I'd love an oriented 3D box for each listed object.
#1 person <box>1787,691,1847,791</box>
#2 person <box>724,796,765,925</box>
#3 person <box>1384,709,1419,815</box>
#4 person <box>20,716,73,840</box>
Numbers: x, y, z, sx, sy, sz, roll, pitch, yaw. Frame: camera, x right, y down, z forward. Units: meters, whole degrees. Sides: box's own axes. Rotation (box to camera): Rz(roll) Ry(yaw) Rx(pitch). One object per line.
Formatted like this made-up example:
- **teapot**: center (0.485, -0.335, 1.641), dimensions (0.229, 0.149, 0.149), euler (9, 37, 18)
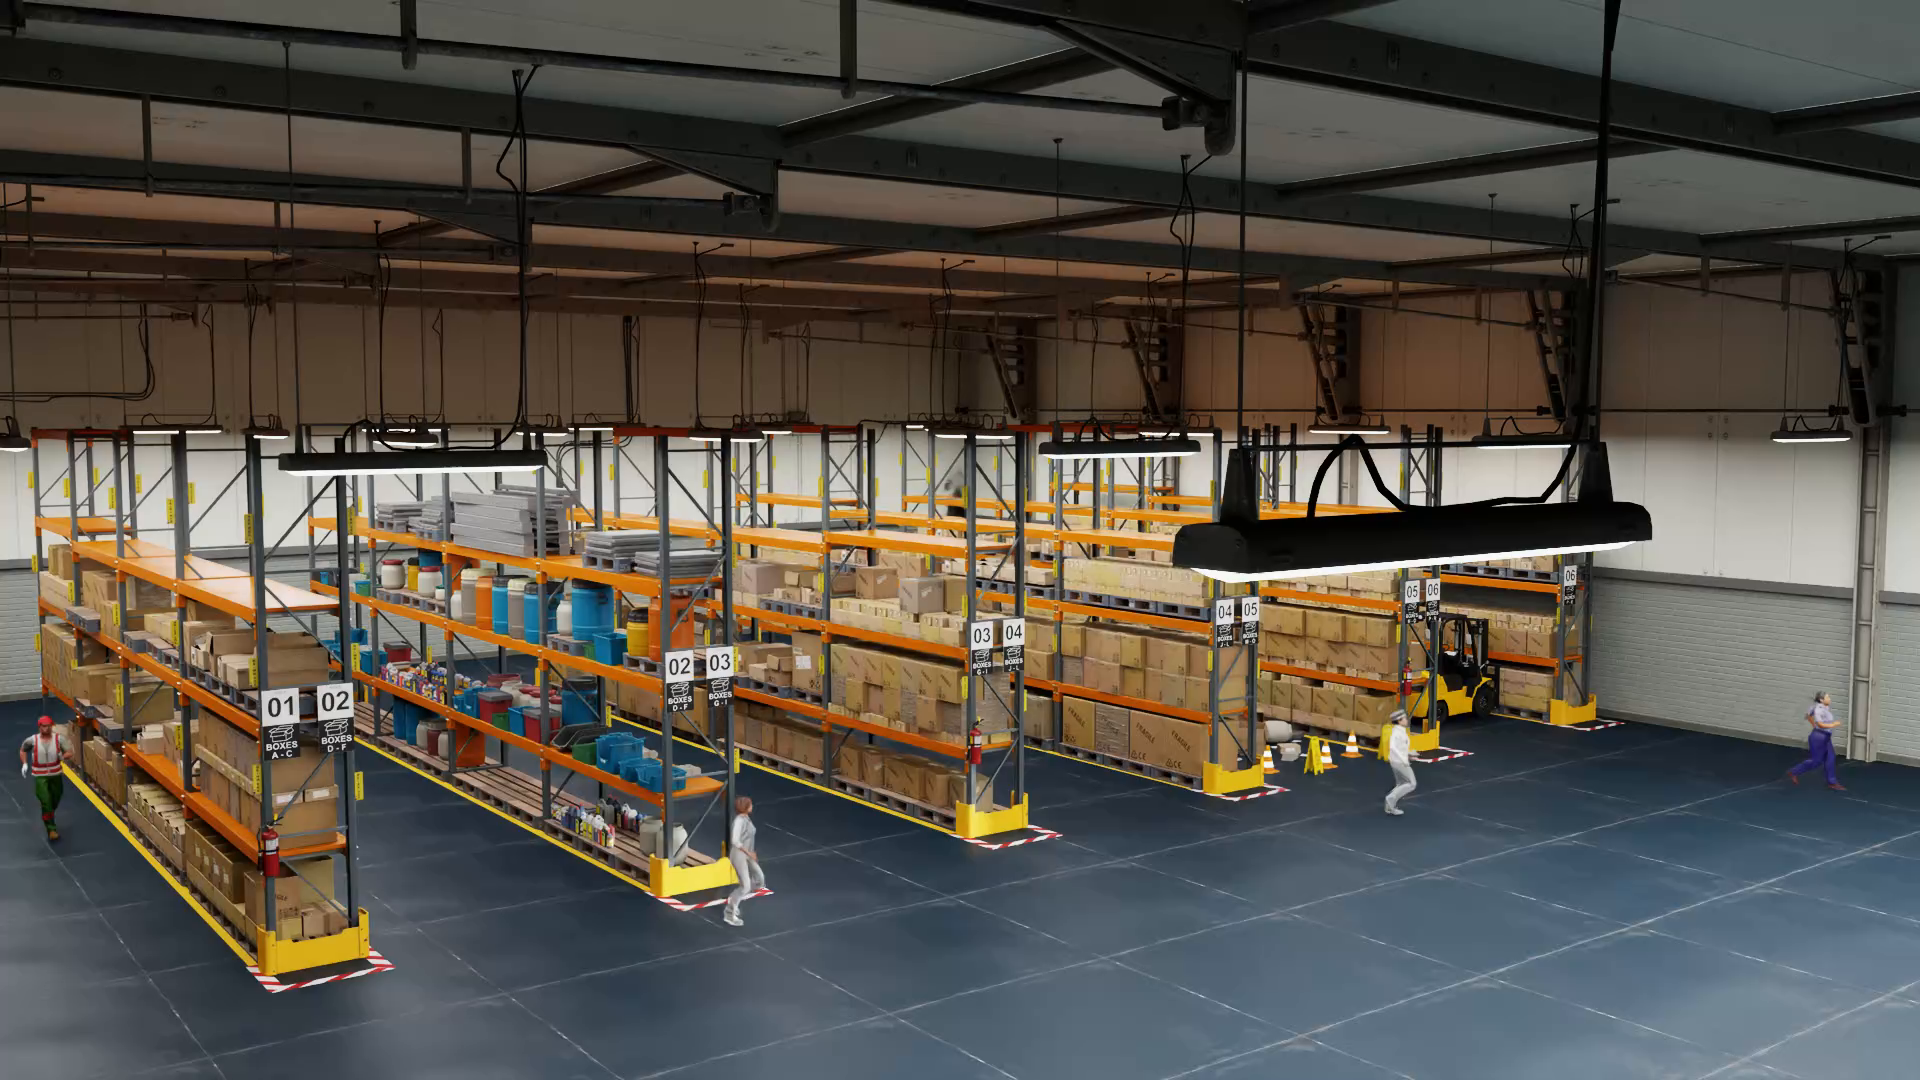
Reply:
- **person**: center (14.277, 3.321, 27.632), dimensions (0.891, 1.638, 0.637), euler (3, 5, 31)
- **person**: center (-2.663, 3.952, 20.614), dimensions (0.478, 1.552, 0.600), euler (1, 5, 7)
- **person**: center (6.909, 3.460, 25.950), dimensions (0.526, 1.653, 0.591), euler (1, 5, 9)
- **person**: center (-13.509, 3.474, 24.621), dimensions (0.662, 1.770, 0.993), euler (-4, 6, -38)
